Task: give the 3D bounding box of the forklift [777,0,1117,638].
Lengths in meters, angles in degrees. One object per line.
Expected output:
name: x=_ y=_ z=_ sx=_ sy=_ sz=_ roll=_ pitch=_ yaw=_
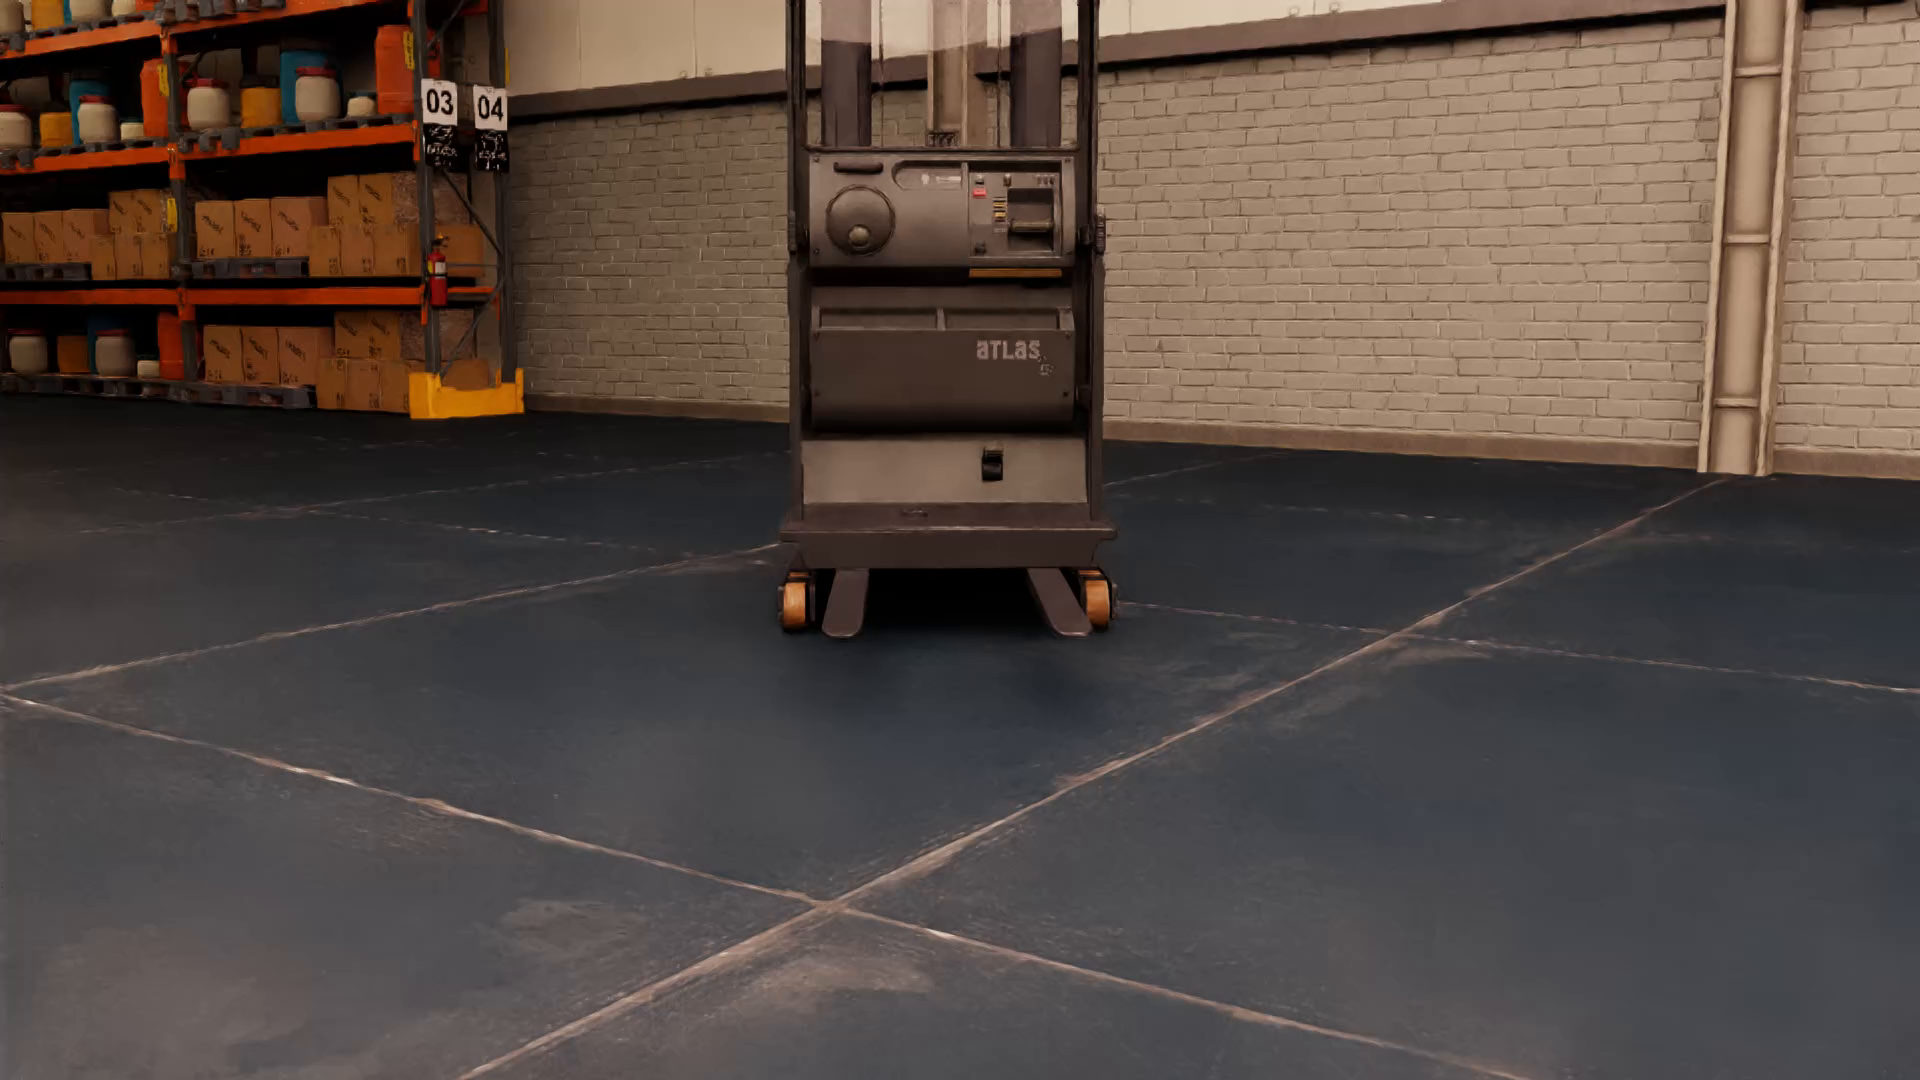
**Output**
forklift: x=-0.053 y=-1.198 z=5.617 sx=1.130 sy=2.935 sz=3.031 roll=0 pitch=8 yaw=-2
